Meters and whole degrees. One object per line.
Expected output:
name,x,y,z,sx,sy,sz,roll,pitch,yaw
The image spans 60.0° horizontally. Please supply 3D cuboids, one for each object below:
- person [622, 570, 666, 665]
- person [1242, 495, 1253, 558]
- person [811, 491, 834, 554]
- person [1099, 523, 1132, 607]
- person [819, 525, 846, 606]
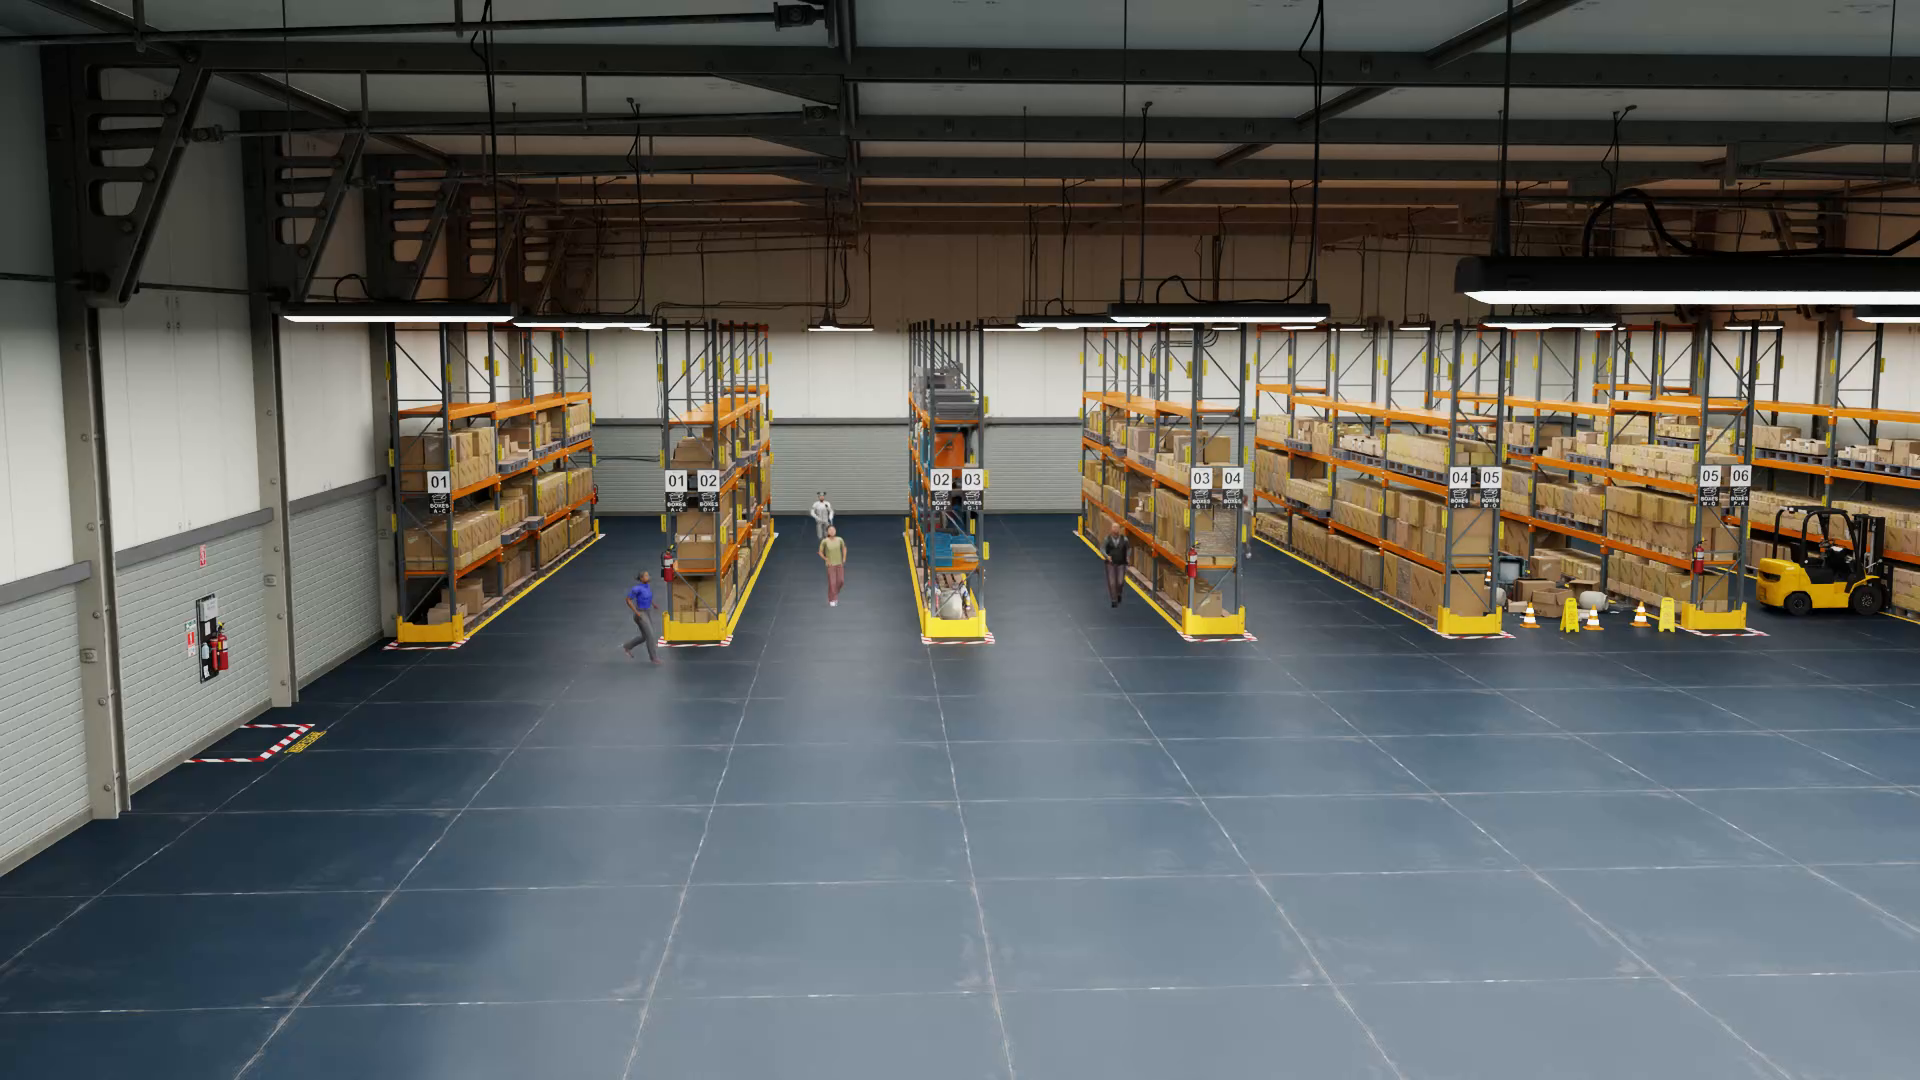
person,-5.549,1.341,28.996,0.857,1.653,0.598,2,7,15
person,7.337,-0.375,42.900,0.537,1.610,0.875,-1,7,-7
person,-3.603,-0.465,43.547,0.612,1.658,0.548,-1,7,-8
person,3.115,0.504,33.222,0.659,1.693,0.527,0,7,2
person,-2.526,0.516,33.295,0.589,1.644,0.490,-2,7,-17
